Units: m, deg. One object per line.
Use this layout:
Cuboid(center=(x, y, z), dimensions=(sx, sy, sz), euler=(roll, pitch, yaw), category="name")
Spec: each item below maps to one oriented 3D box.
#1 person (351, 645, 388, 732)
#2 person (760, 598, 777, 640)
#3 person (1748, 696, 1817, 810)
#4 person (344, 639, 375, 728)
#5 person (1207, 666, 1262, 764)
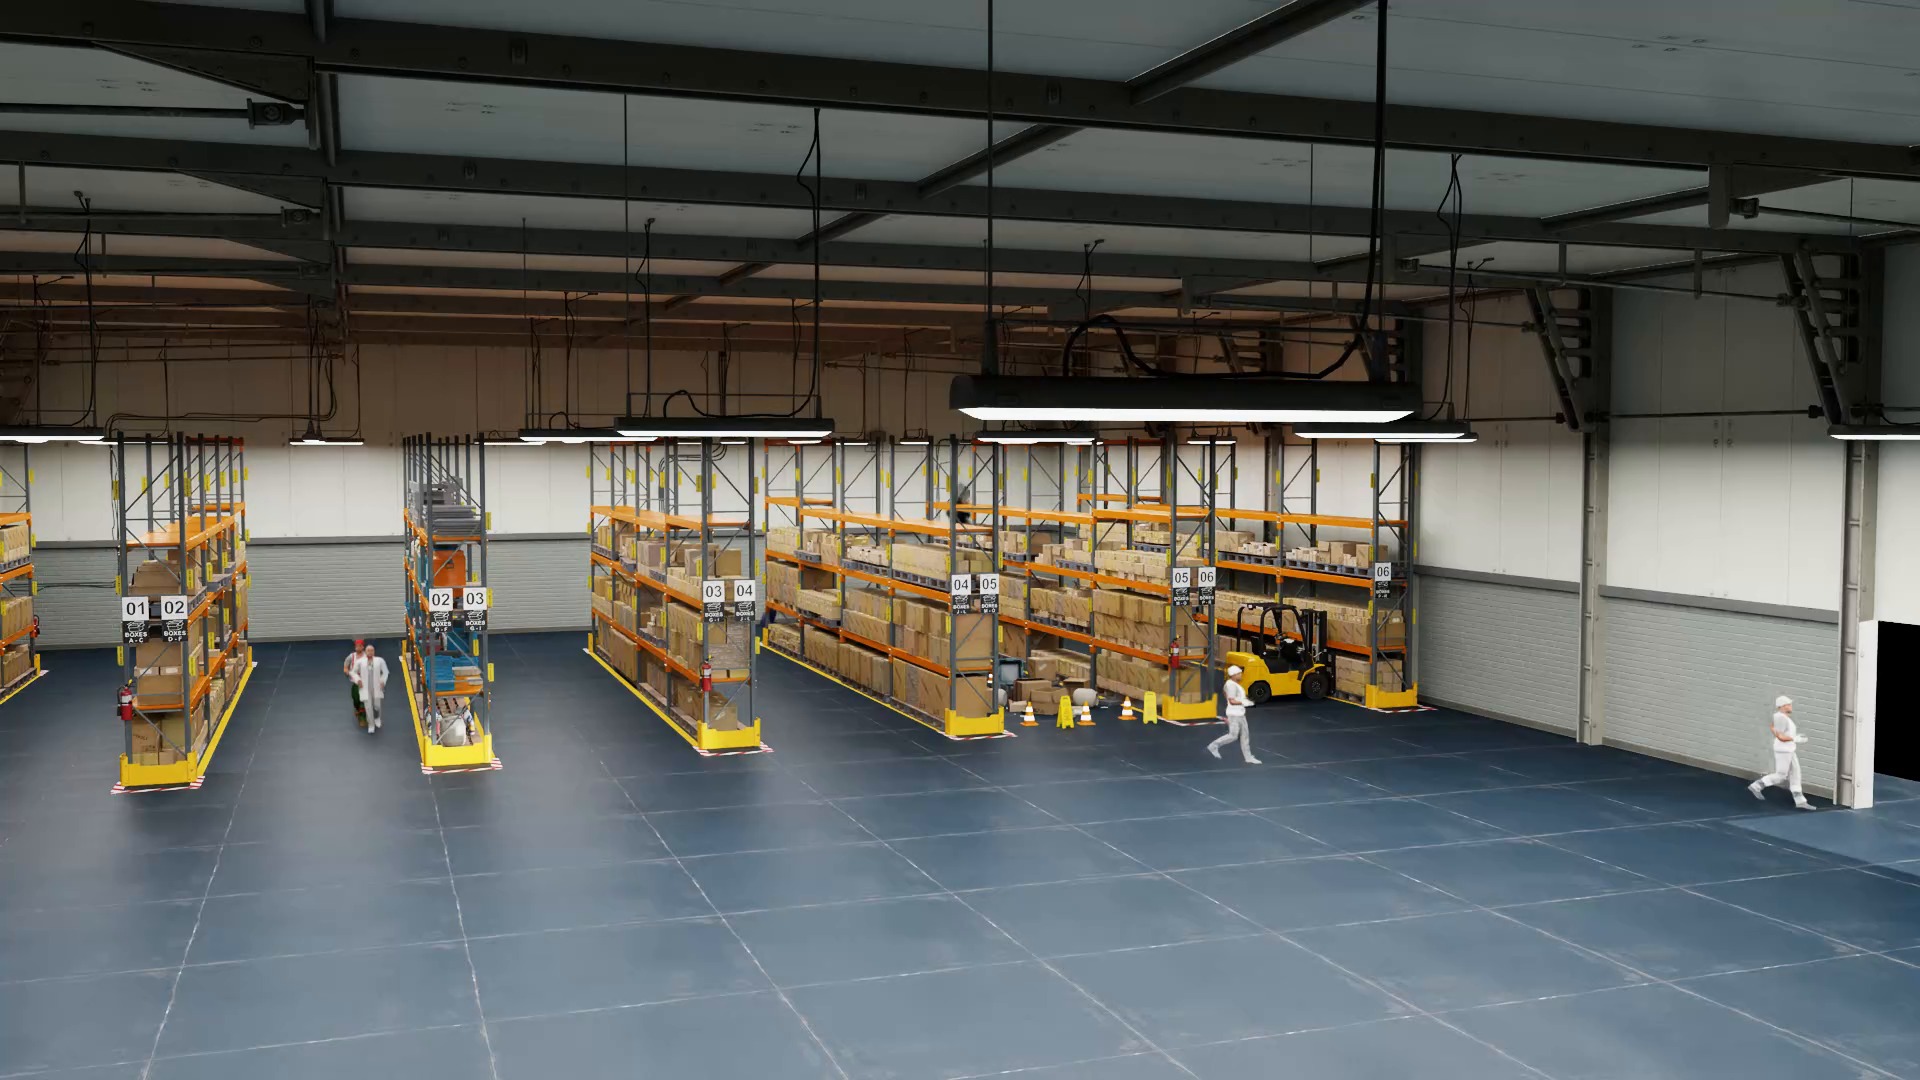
Cuboid(center=(-11.908, 2.994, 33.546), dimensions=(0.718, 1.743, 0.637), euler=(-1, 3, -20), category="person")
Cuboid(center=(-5.615, 2.188, 49.458), dimensions=(0.798, 1.645, 0.616), euler=(-2, 4, -33), category="person")
Cuboid(center=(13.022, 3.351, 26.289), dimensions=(0.985, 1.776, 0.654), euler=(2, 4, 34), category="person")
Cuboid(center=(-12.380, 2.939, 34.390), dimensions=(0.671, 1.774, 0.957), euler=(-1, 3, -18), category="person")
Cuboid(center=(4.960, 3.152, 29.981), dimensions=(0.980, 1.774, 0.682), euler=(1, 3, 16), category="person")
